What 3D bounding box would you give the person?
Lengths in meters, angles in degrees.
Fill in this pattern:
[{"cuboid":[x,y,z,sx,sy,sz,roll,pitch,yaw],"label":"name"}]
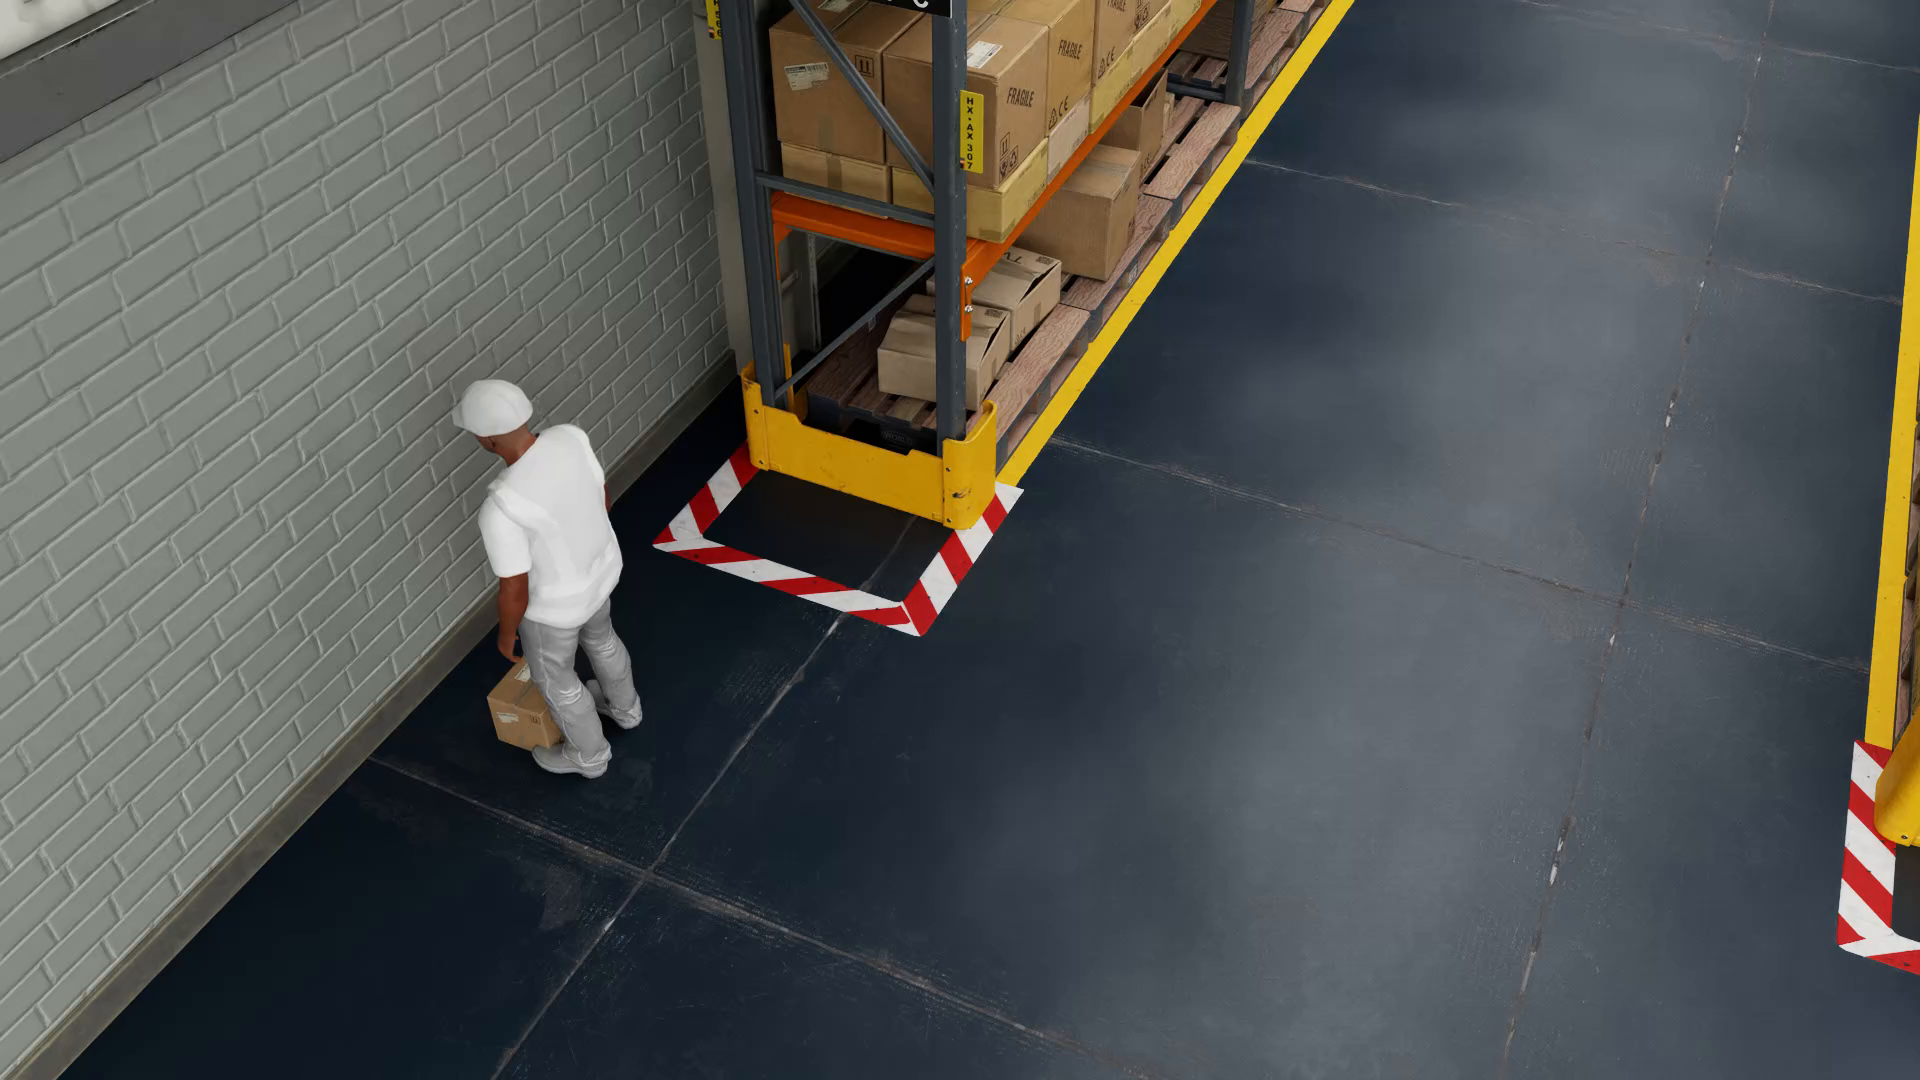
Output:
[{"cuboid":[-1.456,0.146,5.981,0.459,1.761,0.626,17,45,18],"label":"person"}]
